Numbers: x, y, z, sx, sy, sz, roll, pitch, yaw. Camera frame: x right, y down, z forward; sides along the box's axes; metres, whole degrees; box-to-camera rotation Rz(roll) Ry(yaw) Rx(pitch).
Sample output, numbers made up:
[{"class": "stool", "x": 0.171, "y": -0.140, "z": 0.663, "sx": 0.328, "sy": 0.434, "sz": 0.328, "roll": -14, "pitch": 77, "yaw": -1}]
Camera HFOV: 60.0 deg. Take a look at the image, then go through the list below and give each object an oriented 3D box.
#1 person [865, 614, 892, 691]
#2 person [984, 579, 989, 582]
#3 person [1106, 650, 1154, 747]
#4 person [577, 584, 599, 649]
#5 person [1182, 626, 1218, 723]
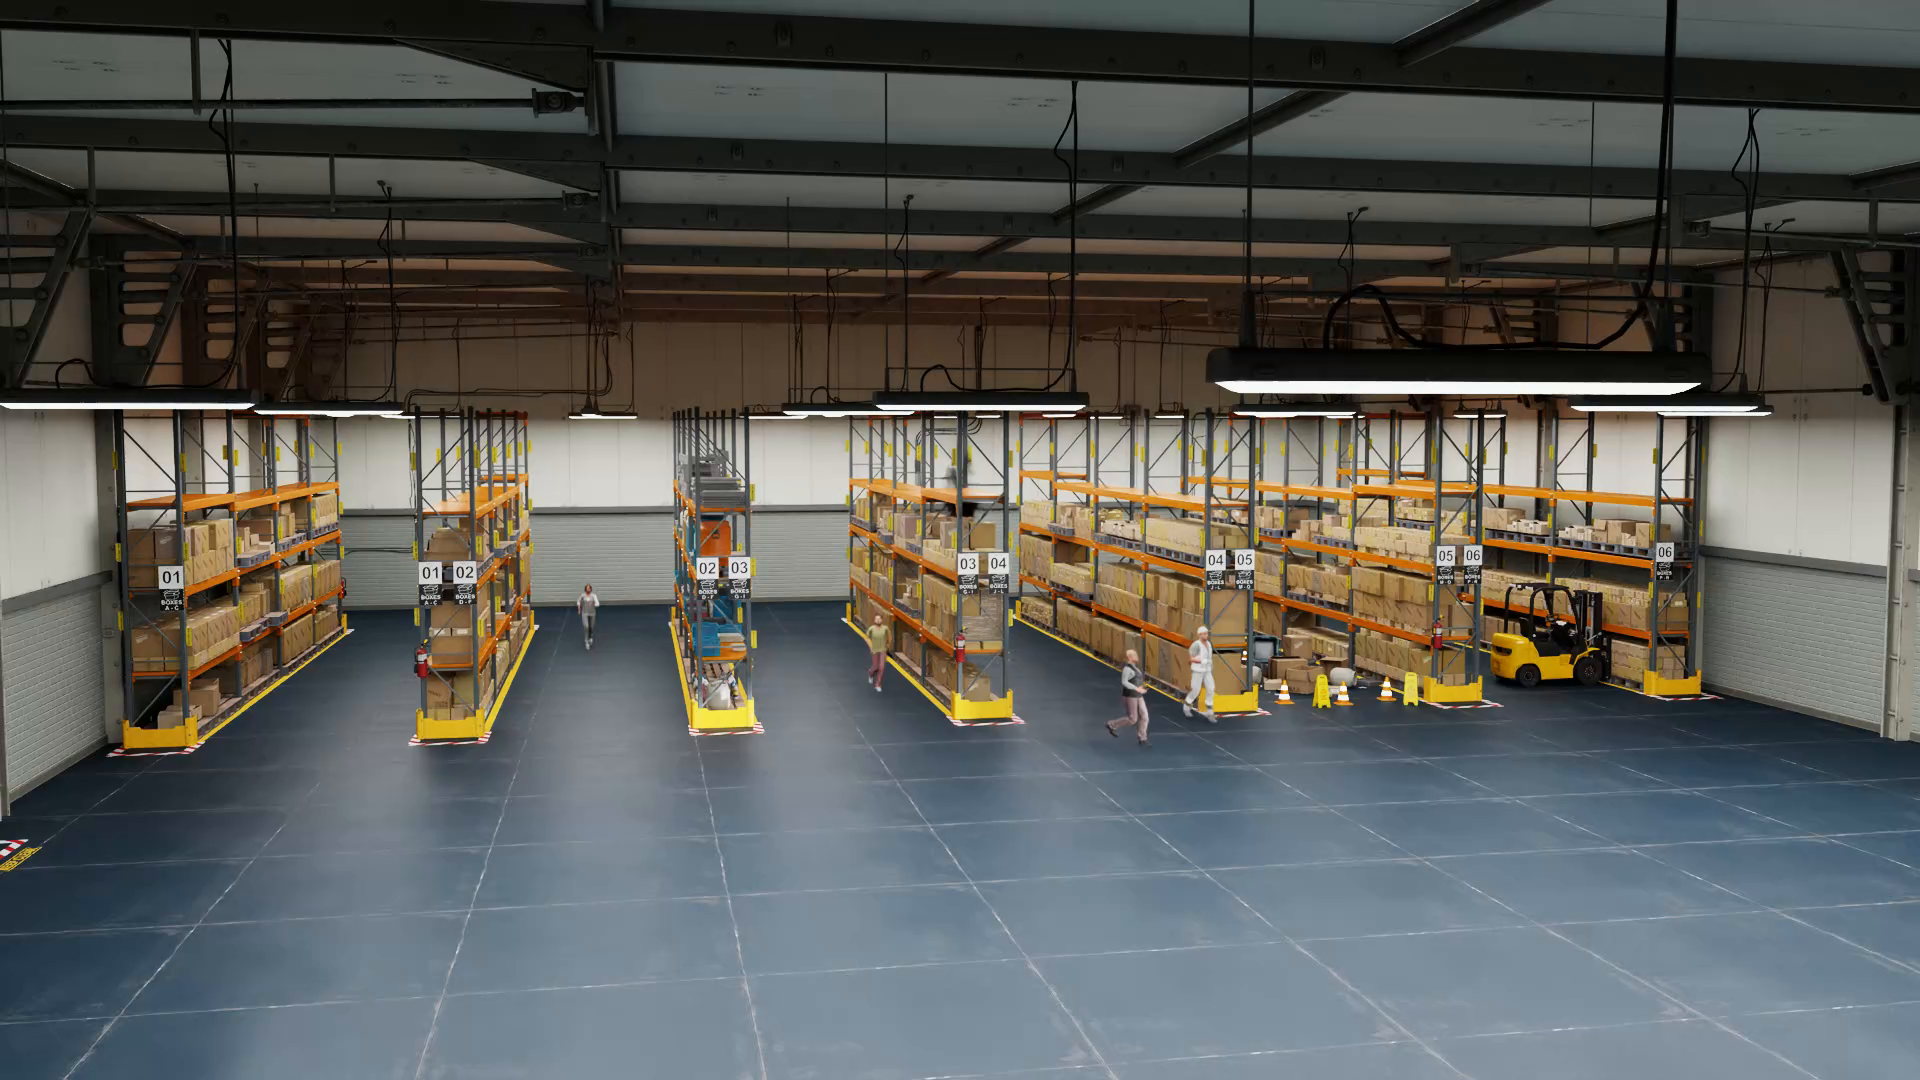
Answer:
[{"class": "person", "x": -1.732, "y": 2.387, "z": 35.584, "sx": 0.578, "sy": 1.643, "sz": 0.610, "roll": -1, "pitch": 4, "yaw": -11}, {"class": "person", "x": 0.904, "y": 1.646, "z": 46.222, "sx": 0.675, "sy": 1.658, "sz": 1.031, "roll": 0, "pitch": 4, "yaw": -4}, {"class": "person", "x": 3.026, "y": 2.795, "z": 29.428, "sx": 0.867, "sy": 1.715, "sz": 0.671, "roll": 2, "pitch": 5, "yaw": 26}, {"class": "person", "x": -9.394, "y": 1.912, "z": 42.048, "sx": 0.529, "sy": 1.600, "sz": 0.855, "roll": -1, "pitch": 4, "yaw": -18}, {"class": "person", "x": 4.614, "y": 2.566, "z": 31.861, "sx": 0.681, "sy": 1.848, "sz": 0.801, "roll": -3, "pitch": 5, "yaw": -36}]
